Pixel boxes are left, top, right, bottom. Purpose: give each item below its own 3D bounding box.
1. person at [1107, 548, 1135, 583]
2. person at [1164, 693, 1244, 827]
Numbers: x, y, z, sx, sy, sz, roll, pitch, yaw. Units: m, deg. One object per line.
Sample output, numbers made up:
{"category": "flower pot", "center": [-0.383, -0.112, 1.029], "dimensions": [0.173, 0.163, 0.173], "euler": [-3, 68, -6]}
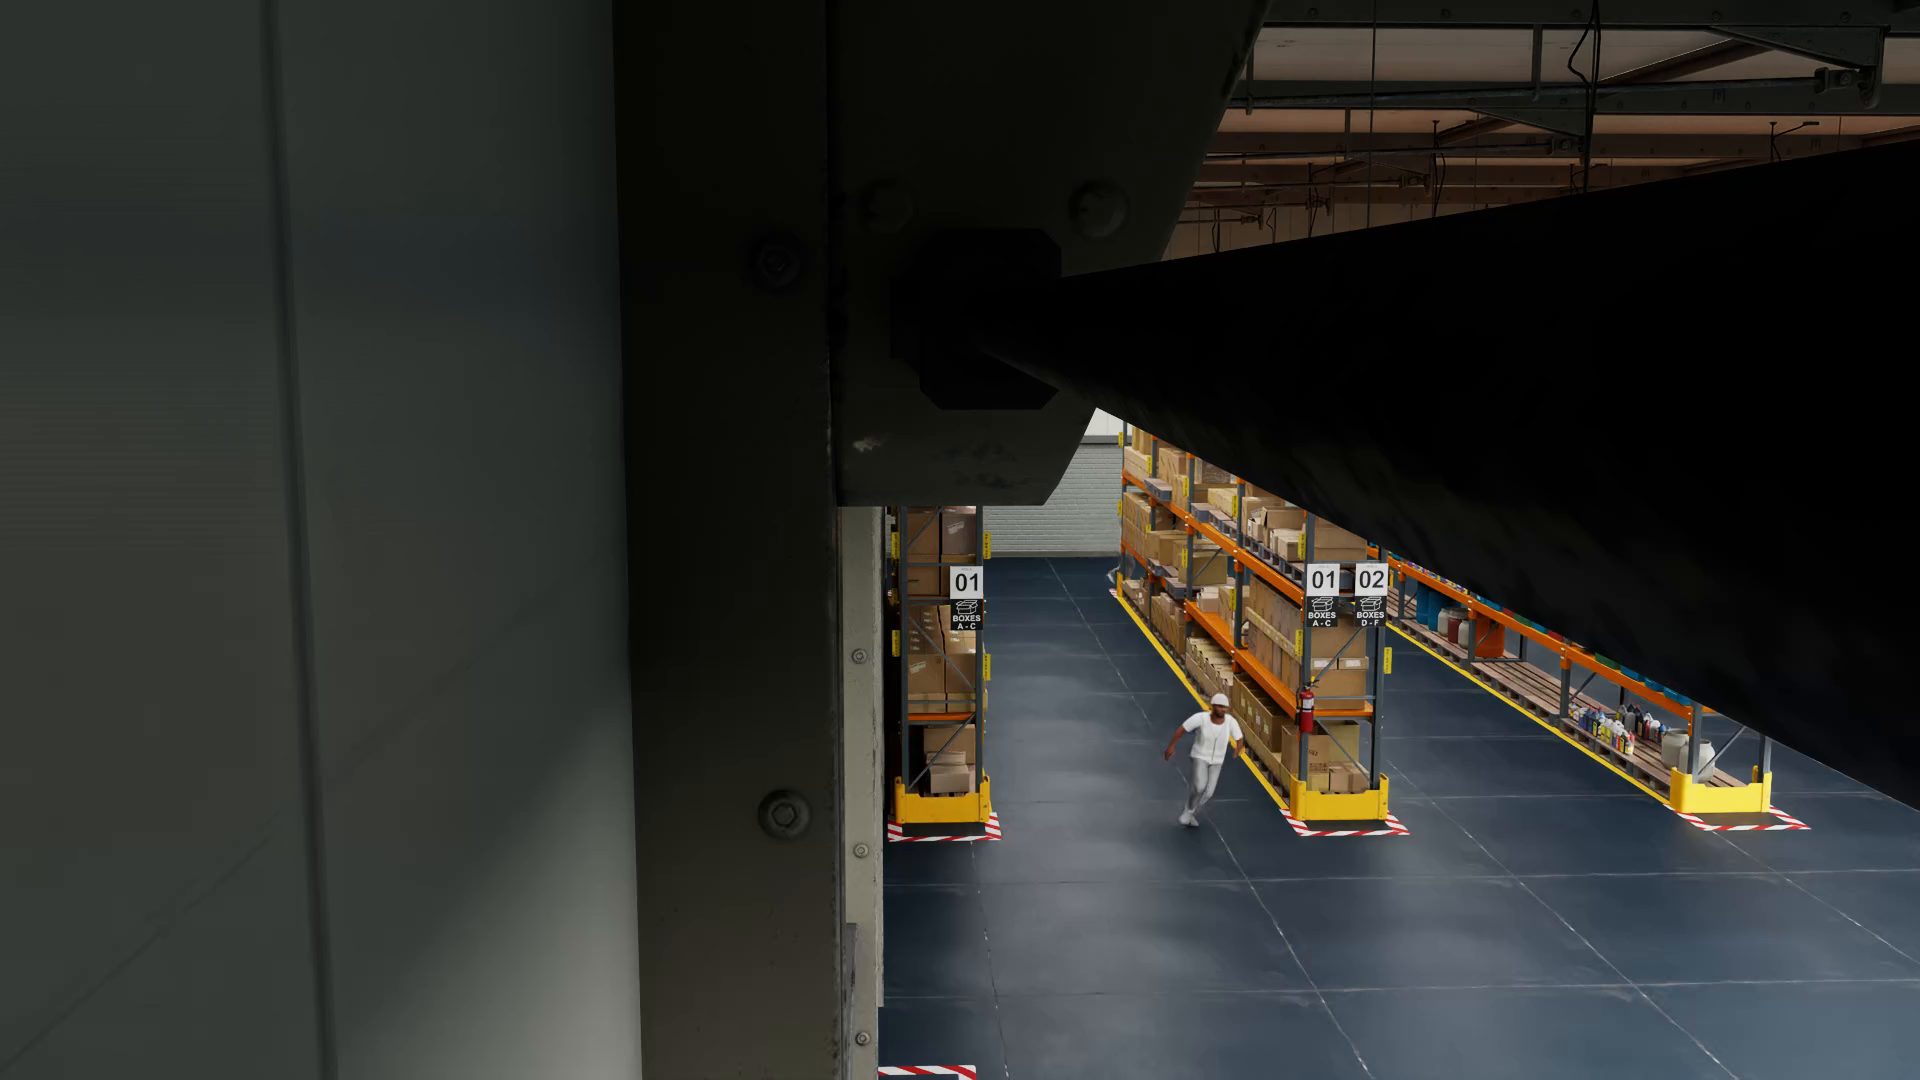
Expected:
{"category": "person", "center": [3.707, 0.294, 37.558], "dimensions": [0.687, 1.564, 0.545], "euler": [-2, 8, -13]}
{"category": "person", "center": [3.029, 2.686, 20.220], "dimensions": [0.892, 1.653, 0.697], "euler": [-2, 8, -17]}
